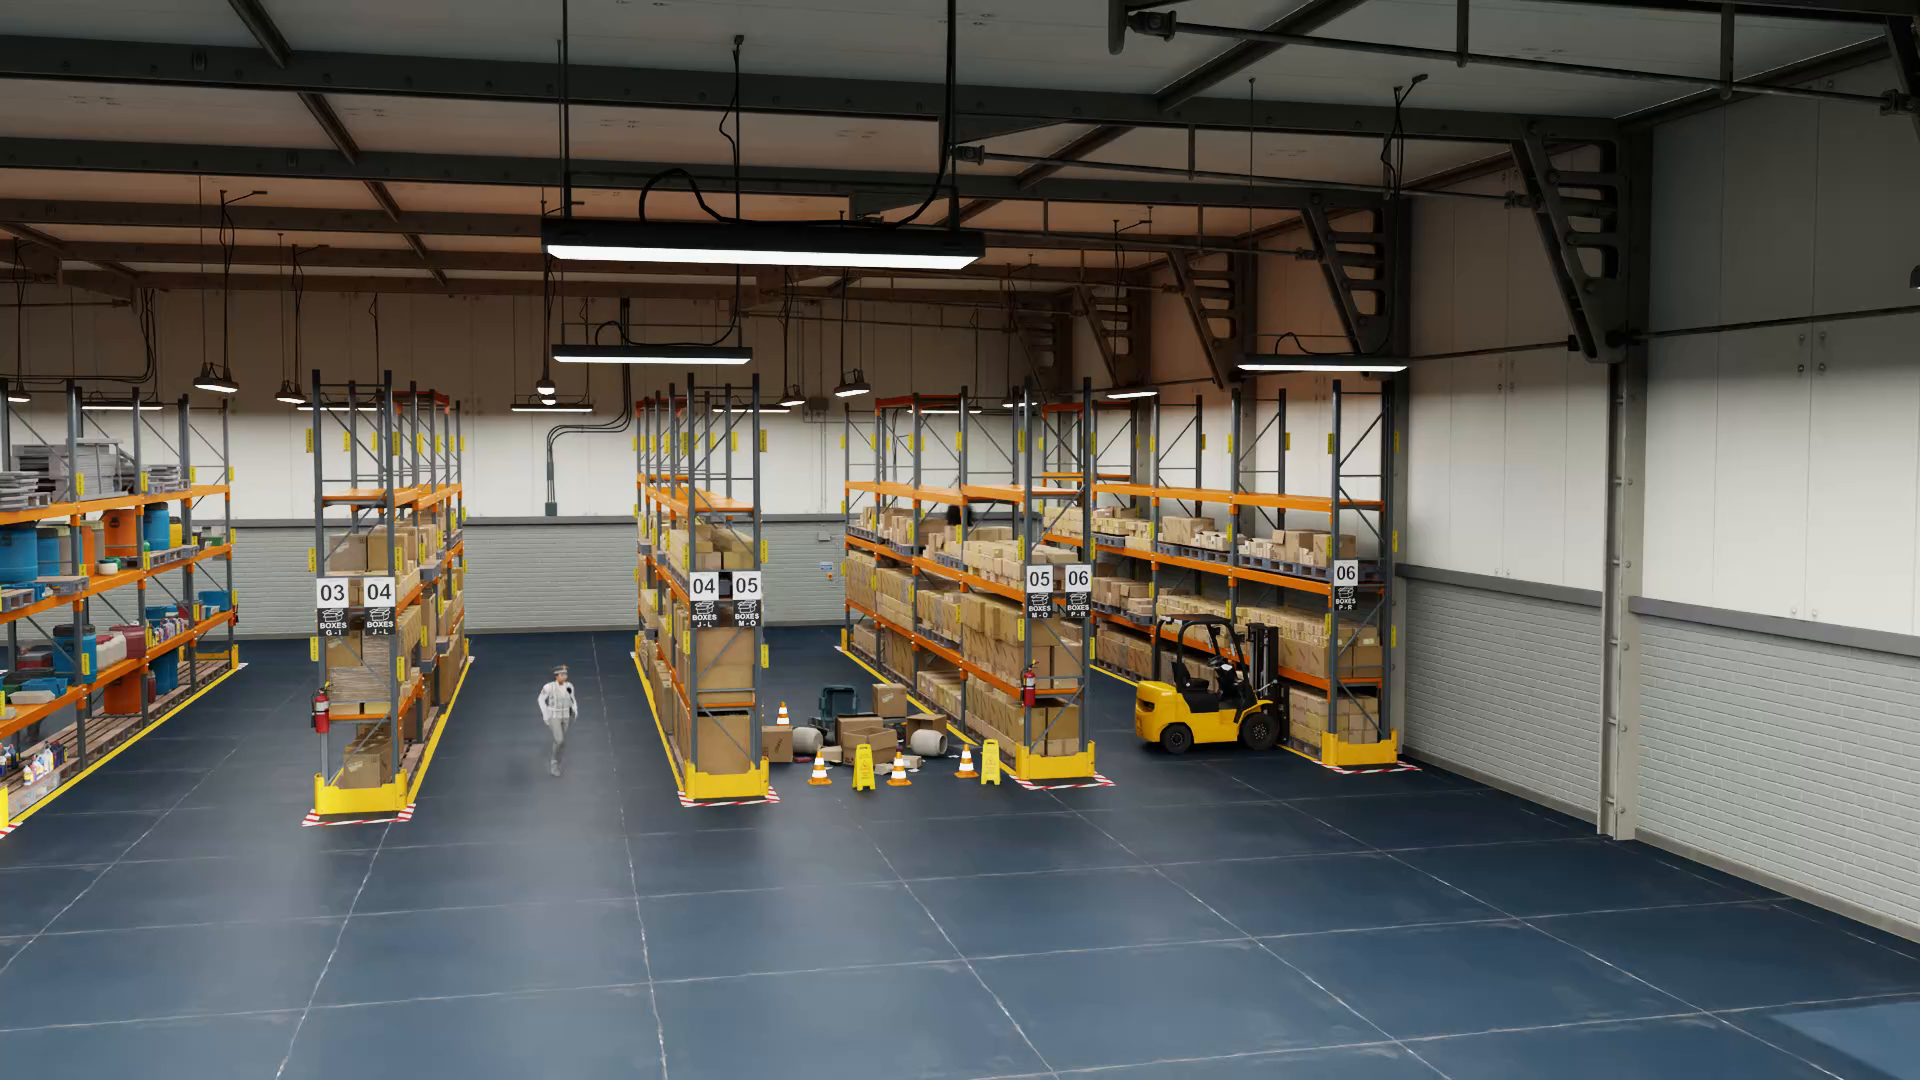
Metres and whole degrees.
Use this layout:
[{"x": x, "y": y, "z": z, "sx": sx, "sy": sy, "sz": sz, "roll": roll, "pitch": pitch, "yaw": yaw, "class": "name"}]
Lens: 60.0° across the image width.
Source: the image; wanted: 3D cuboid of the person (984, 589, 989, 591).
[{"x": 0.767, "y": 1.913, "z": 38.374, "sx": 0.659, "sy": 1.759, "sz": 0.910, "roll": -3, "pitch": 4, "yaw": -37, "class": "person"}]

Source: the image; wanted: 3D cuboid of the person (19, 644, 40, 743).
[{"x": -15.723, "y": 2.571, "z": 28.026, "sx": 0.549, "sy": 1.649, "sz": 0.481, "roll": 2, "pitch": 4, "yaw": 31, "class": "person"}]

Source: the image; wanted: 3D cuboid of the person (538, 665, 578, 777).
[{"x": -6.069, "y": 2.733, "z": 25.176, "sx": 0.533, "sy": 1.715, "sz": 0.785, "roll": -3, "pitch": 4, "yaw": -41, "class": "person"}]
